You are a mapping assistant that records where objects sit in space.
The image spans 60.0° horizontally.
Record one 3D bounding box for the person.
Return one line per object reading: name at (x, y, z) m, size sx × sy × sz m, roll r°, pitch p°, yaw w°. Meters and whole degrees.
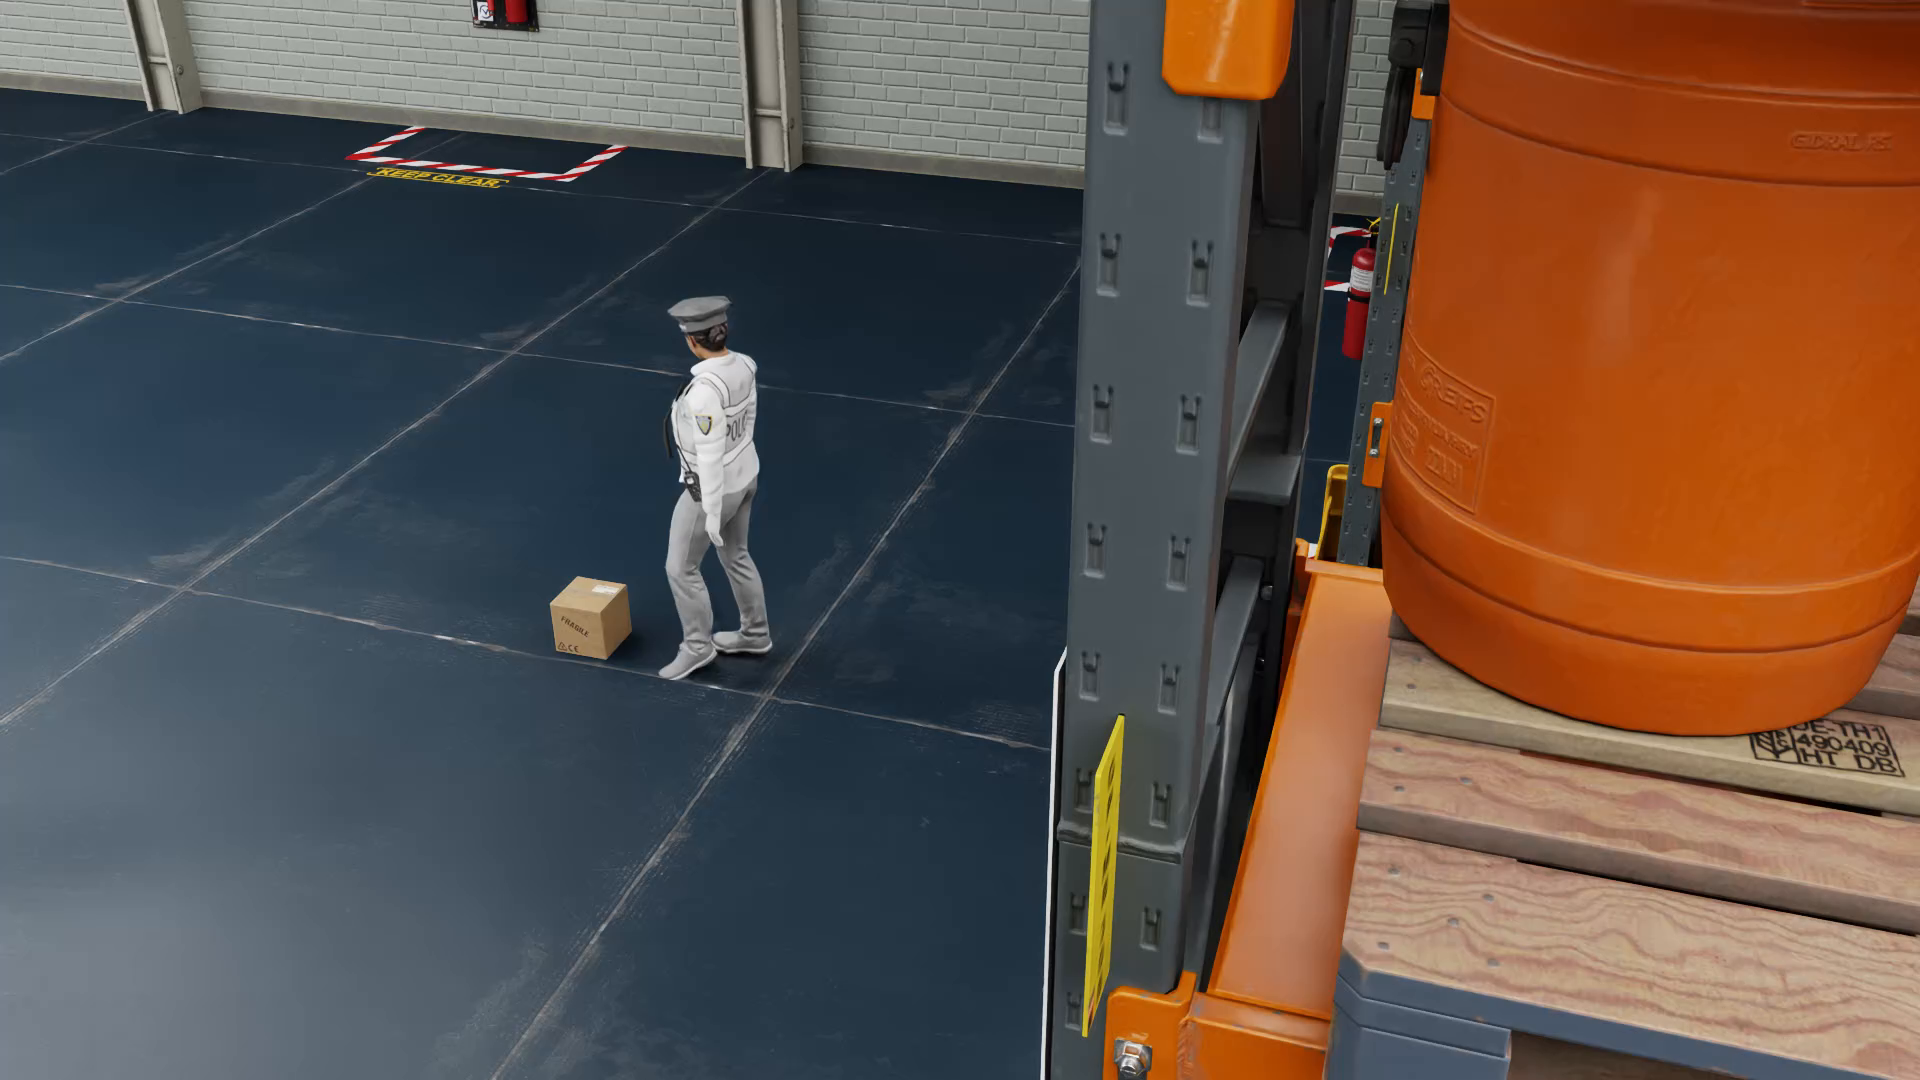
person at (-1.059, -0.195, 6.989) m, size 0.436 × 1.722 × 0.521 m, roll 9°, pitch 31°, yaw 15°
